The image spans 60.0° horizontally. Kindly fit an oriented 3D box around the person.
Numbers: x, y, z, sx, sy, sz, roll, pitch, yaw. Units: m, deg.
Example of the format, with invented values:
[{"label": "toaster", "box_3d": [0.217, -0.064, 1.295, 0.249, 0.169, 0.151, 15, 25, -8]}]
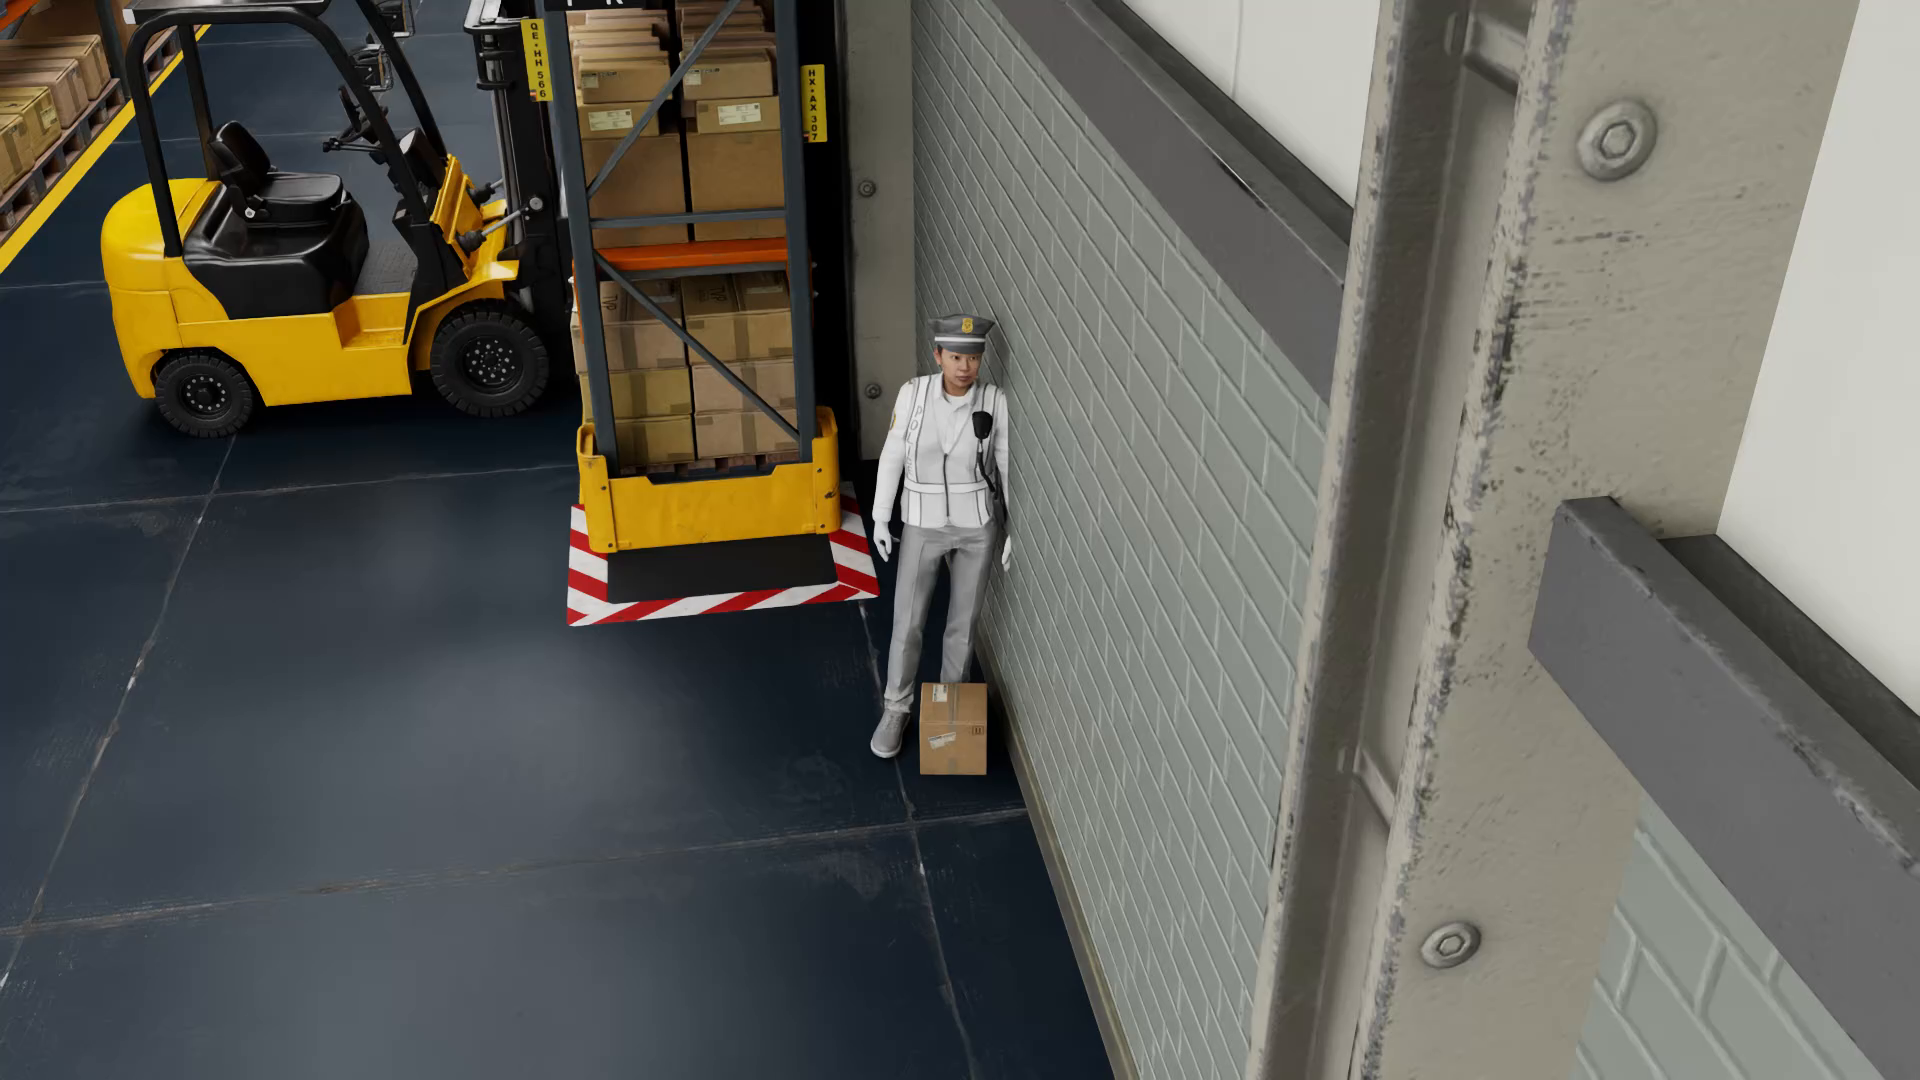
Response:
[{"label": "person", "box_3d": [-0.041, -0.018, 6.112, 0.588, 1.697, 0.534, 1, 31, 2]}]
